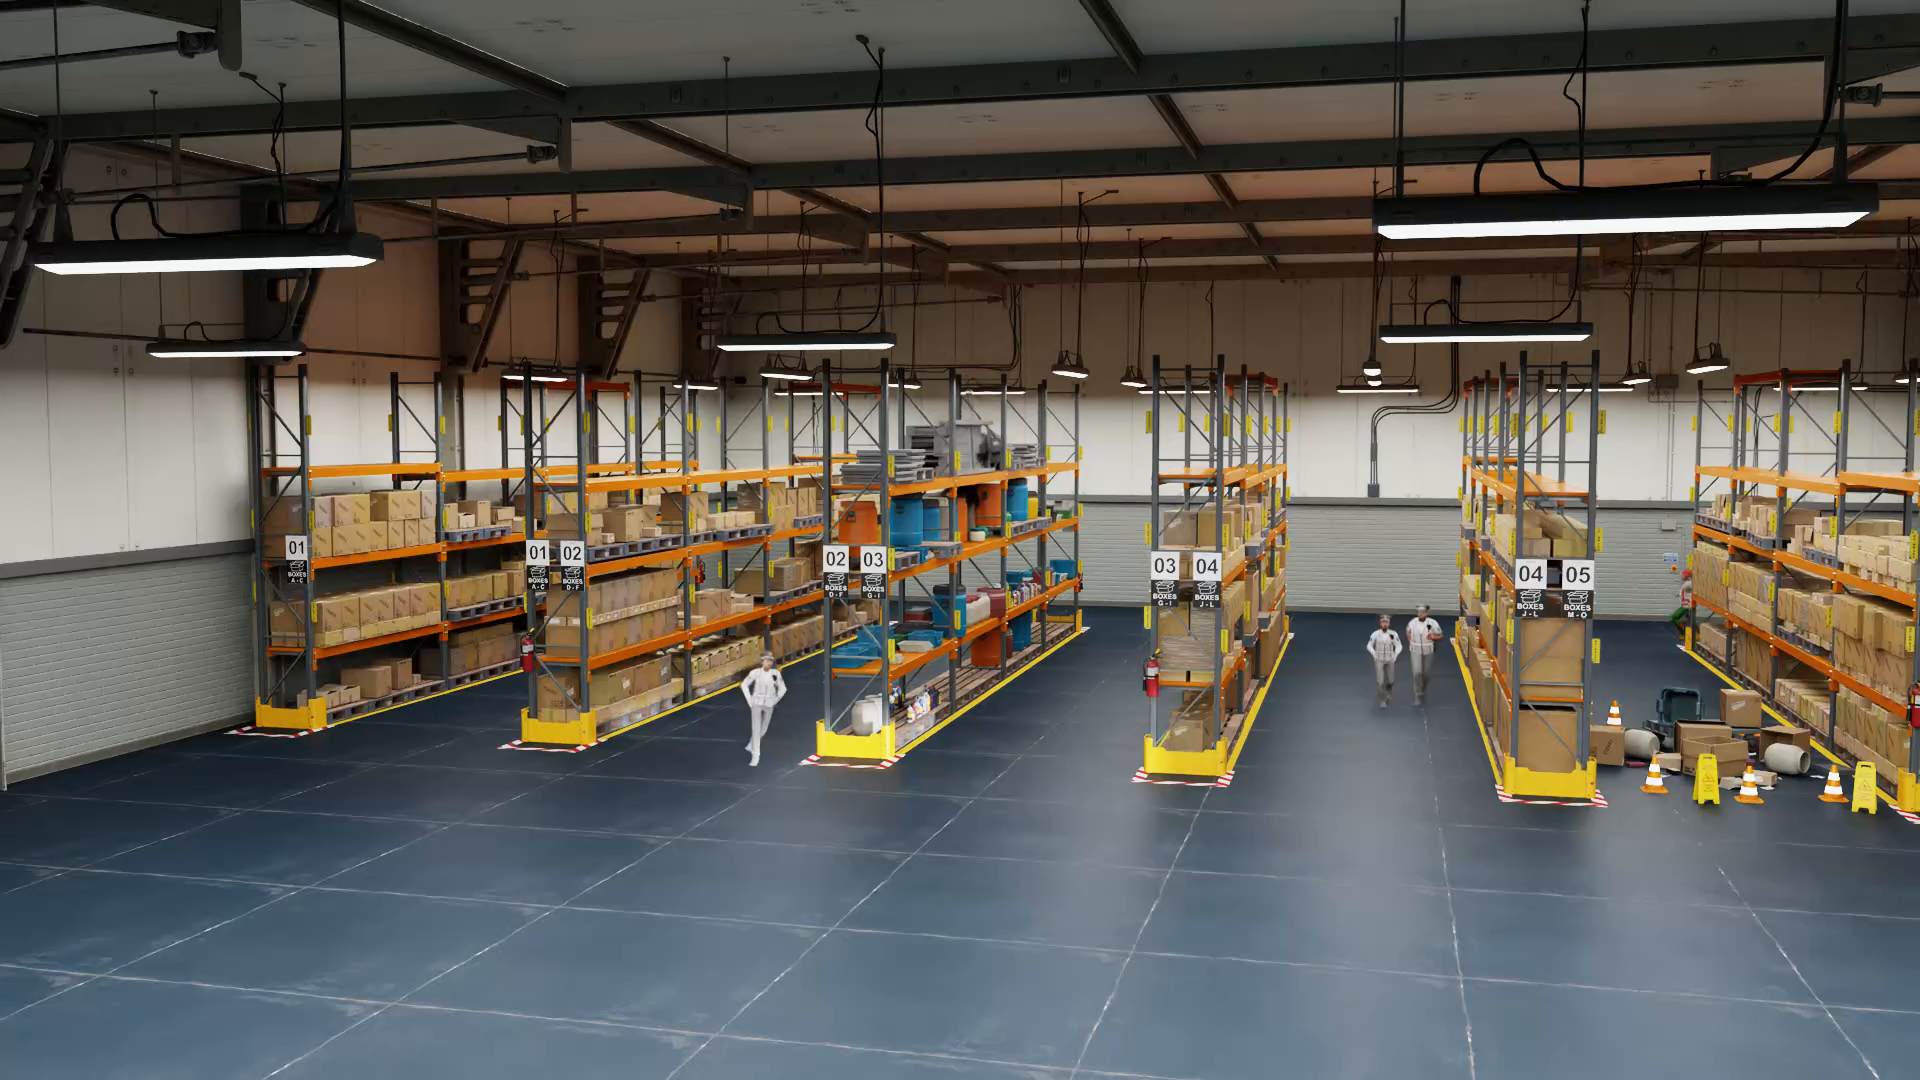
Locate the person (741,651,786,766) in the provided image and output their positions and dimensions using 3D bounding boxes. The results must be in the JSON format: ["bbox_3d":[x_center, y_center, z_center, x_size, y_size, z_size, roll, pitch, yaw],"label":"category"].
[{"bbox_3d":[-2.928,2.479,24.864,0.669,1.664,0.786,-1,4,-17],"label":"person"}]

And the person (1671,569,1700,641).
[{"bbox_3d":[16.764,1.522,38.284,0.723,1.720,0.784,2,4,28],"label":"person"}]

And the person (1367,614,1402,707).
[{"bbox_3d":[7.540,2.140,29.541,0.612,1.648,0.553,1,4,12],"label":"person"}]

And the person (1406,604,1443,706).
[{"bbox_3d":[8.385,2.009,30.046,0.636,1.750,0.793,1,4,15],"label":"person"}]
